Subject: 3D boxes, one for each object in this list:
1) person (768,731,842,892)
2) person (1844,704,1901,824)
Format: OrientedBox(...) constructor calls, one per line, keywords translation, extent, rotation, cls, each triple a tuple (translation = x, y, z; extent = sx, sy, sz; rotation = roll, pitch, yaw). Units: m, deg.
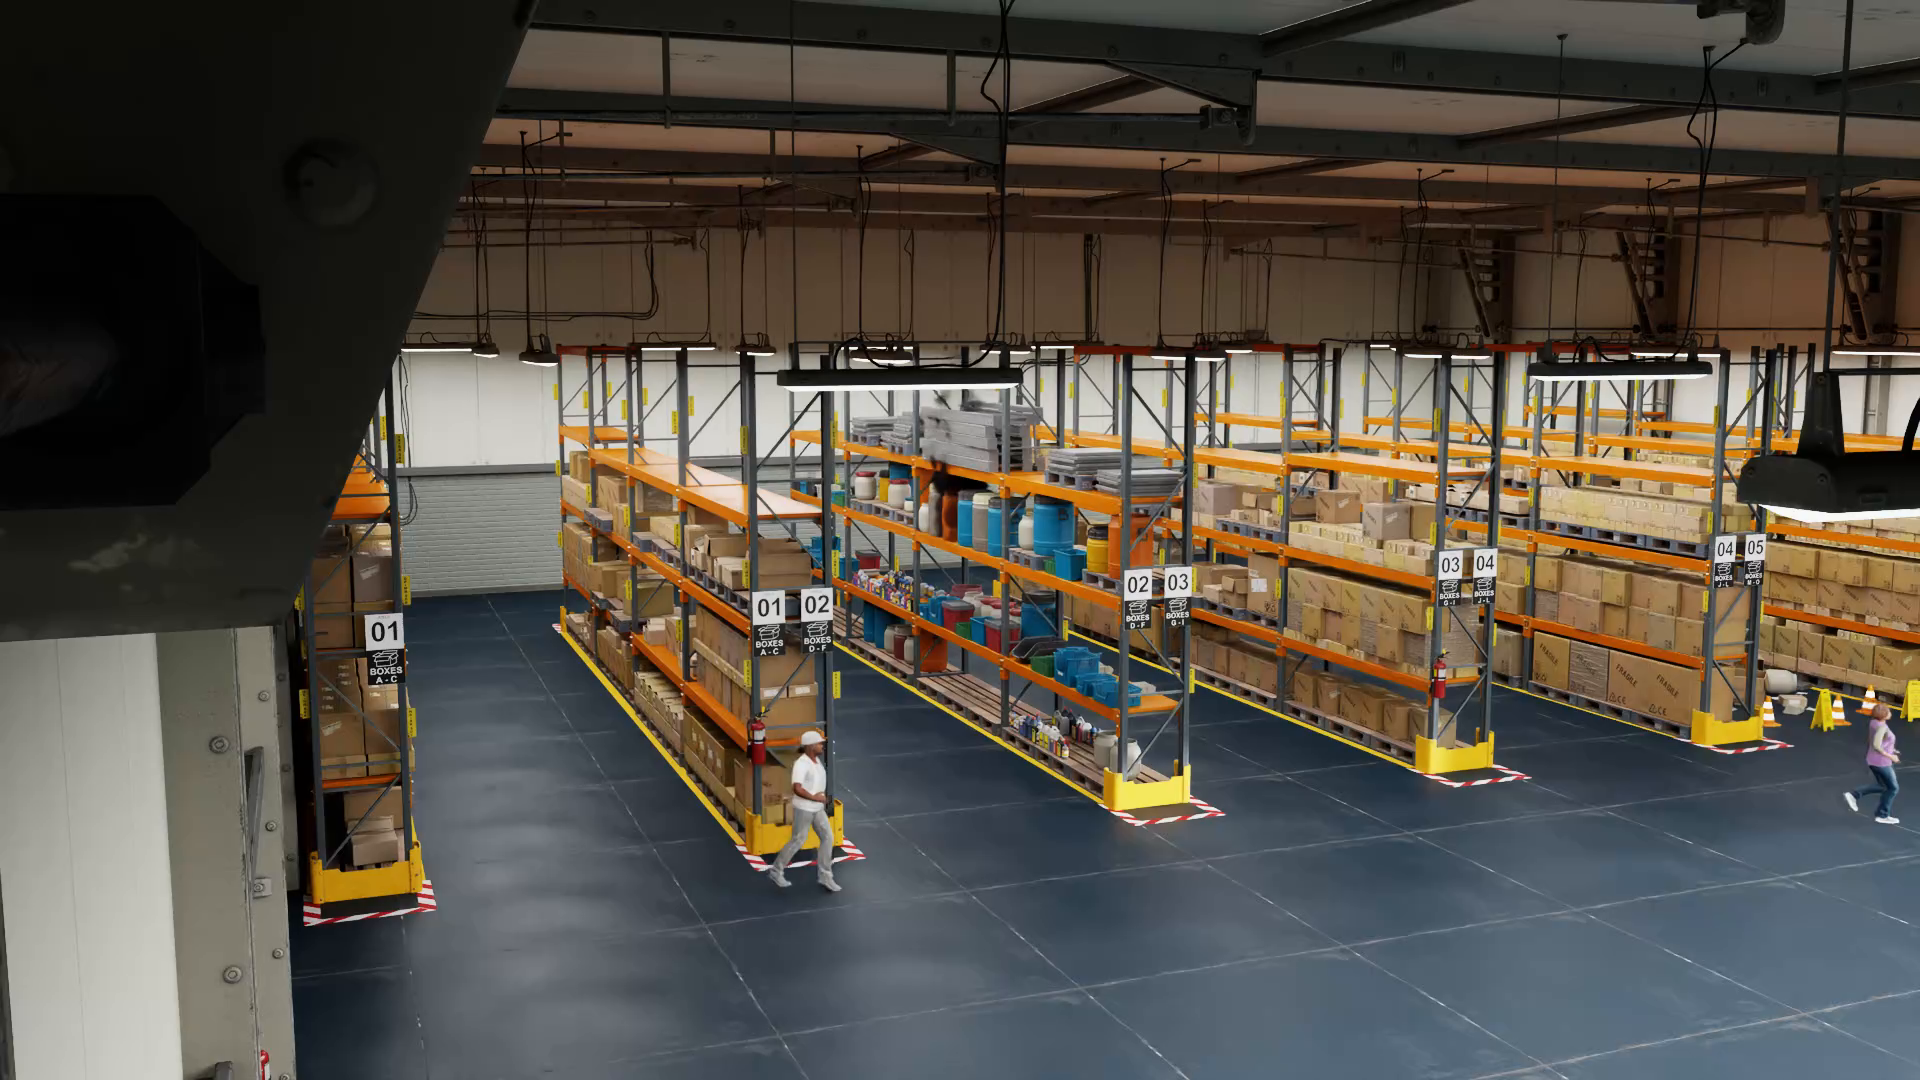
OrientedBox(translation=(-1.701, 3.065, 18.898), extent=(0.826, 1.792, 0.761), rotation=(2, 8, 16), cls="person")
OrientedBox(translation=(11.746, 2.861, 21.327), extent=(0.637, 1.551, 0.540), rotation=(2, 8, 16), cls="person")
